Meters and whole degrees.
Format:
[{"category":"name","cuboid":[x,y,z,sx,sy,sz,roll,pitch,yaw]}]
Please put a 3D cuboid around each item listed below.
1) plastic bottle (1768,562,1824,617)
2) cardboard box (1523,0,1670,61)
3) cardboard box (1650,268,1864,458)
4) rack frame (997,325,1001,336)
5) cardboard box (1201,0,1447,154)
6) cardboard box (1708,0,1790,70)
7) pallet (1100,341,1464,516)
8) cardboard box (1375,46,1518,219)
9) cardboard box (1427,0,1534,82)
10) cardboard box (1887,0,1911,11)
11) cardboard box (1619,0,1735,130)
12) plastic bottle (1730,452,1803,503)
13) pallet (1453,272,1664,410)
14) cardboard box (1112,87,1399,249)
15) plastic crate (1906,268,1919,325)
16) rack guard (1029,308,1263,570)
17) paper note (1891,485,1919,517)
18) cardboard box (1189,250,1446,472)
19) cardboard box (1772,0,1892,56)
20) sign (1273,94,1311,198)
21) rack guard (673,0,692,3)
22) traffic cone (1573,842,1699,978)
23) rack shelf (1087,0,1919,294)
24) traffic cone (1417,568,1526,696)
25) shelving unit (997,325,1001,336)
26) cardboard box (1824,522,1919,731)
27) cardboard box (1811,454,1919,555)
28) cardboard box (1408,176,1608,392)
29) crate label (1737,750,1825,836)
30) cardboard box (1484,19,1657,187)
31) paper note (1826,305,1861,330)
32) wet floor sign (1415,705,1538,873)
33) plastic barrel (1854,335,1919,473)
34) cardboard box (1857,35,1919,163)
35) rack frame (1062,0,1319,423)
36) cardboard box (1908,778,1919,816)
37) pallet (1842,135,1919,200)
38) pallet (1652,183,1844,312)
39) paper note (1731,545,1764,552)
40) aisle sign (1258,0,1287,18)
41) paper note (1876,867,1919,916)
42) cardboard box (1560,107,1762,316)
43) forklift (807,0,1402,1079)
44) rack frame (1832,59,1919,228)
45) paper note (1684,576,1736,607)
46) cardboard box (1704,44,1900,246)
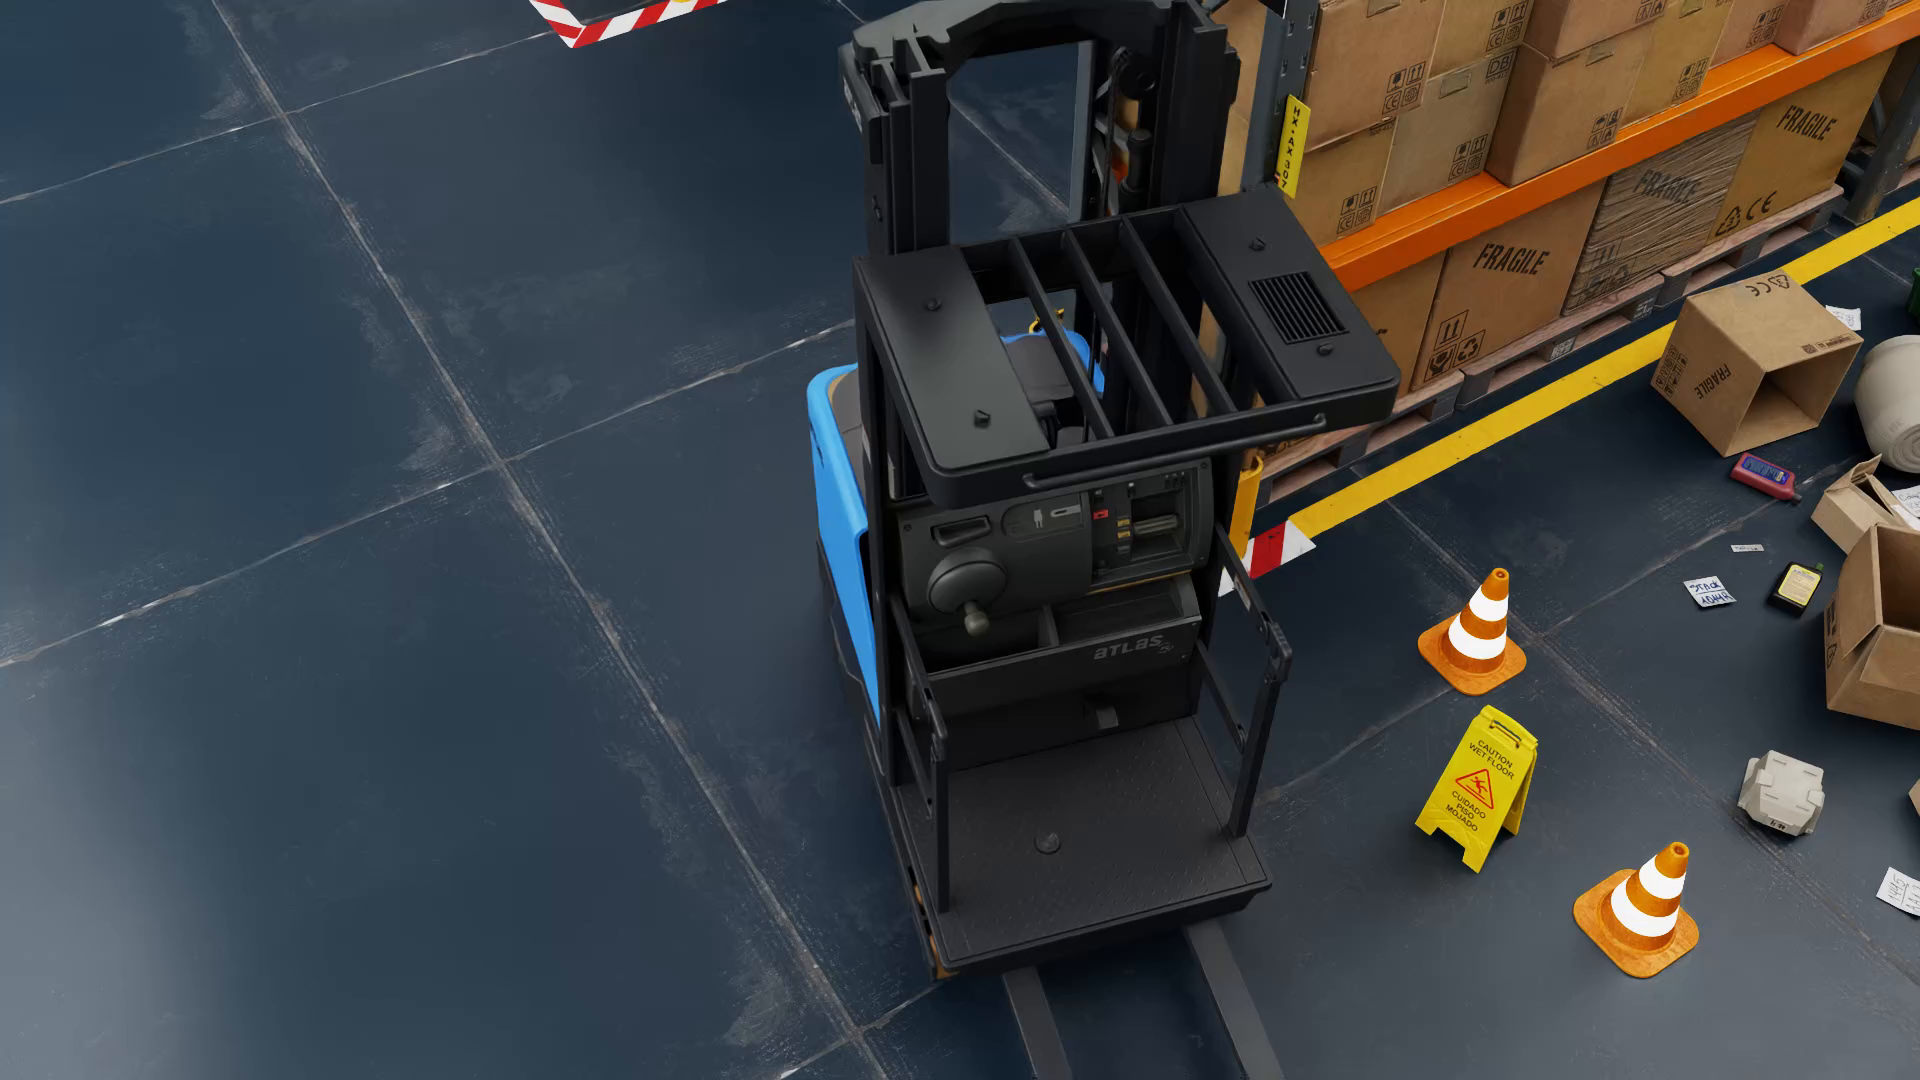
[{"category":"plastic bottle","cuboid":[3.277,0.171,6.502,0.133,0.061,0.283,30,55,24]},{"category":"cardboard box","cuboid":[2.029,-2.199,5.821,0.550,0.550,0.875,-25,53,-21]},{"category":"cardboard box","cuboid":[3.350,-0.748,7.025,0.500,0.500,0.500,-17,51,-15]},{"category":"rack frame","cuboid":[0.116,-0.483,6.422,0.008,1.050,0.200,-12,49,-10]},{"category":"cardboard box","cuboid":[1.067,-1.784,5.452,0.550,0.550,0.875,-25,53,-21]},{"category":"cardboard box","cuboid":[2.837,-2.366,6.694,0.550,0.550,0.875,-25,53,-21]},{"category":"pallet","cuboid":[1.367,-0.692,7.170,1.213,0.211,1.003,-25,53,-21]},{"category":"cardboard box","cuboid":[1.476,-1.711,6.110,0.550,0.550,0.875,-25,53,-21]},{"category":"cardboard box","cuboid":[1.483,-2.061,5.699,0.550,0.550,0.875,-25,53,-21]},{"category":"cardboard box","cuboid":[3.810,-2.741,7.027,0.550,0.550,0.875,-25,53,-21]},{"category":"cardboard box","cuboid":[2.443,-2.092,6.449,0.500,0.550,0.875,-25,53,-21]},{"category":"plastic bottle","cuboid":[3.352,-0.252,6.879,0.283,0.061,0.133,30,55,24]},{"category":"pallet","cuboid":[2.398,-1.175,7.601,1.213,0.211,1.003,-25,53,-21]},{"category":"cardboard box","cuboid":[1.022,-1.478,5.902,0.550,0.550,0.875,-25,53,-21]},{"category":"plastic crate","cuboid":[4.668,-1.033,7.451,0.662,0.188,0.450,-2,38,-1]},{"category":"rack guard","cuboid":[0.712,-0.411,6.726,0.348,0.500,1.175,-25,53,-21]},{"category":"paper note","cuboid":[3.944,-0.158,6.821,0.155,0.023,0.172,-9,49,-8]},{"category":"cardboard box","cuboid":[1.271,-0.996,6.716,0.875,0.875,0.875,-25,53,-21]},{"category":"cardboard box","cuboid":[3.357,-2.507,6.819,0.550,0.550,0.875,-25,53,-21]},{"category":"sign","cuboid":[1.024,-1.213,5.134,0.005,0.325,0.100,-25,53,-21]},{"category":"rack guard","cuboid":[-1.764,-3.623,9.587,0.348,0.500,1.175,-25,53,-21]},{"category":"traffic cone","cuboid":[2.255,1.127,5.382,0.334,0.463,0.336,-25,53,-21]},{"category":"rack shelf","cuboid":[2.424,-1.809,6.780,4.000,0.370,1.077,-25,53,-21]},{"category":"traffic cone","cuboid":[1.940,0.278,6.138,0.334,0.463,0.336,-25,53,-21]},{"category":"shelving unit","cuboid":[-0.002,-0.458,6.400,0.252,1.050,0.215,-12,49,-10]},{"category":"cardboard box","cuboid":[3.594,0.366,6.032,0.797,0.503,0.637,13,50,12]},{"category":"cardboard box","cuboid":[3.645,-0.088,6.596,0.258,0.266,0.396,-17,51,-15]},{"category":"cardboard box","cuboid":[2.014,-1.348,7.029,0.875,0.875,0.875,-26,53,-21]},{"category":"crate label","cuboid":[2.887,0.883,5.818,0.250,0.136,0.298,21,52,18]},{"category":"cardboard box","cuboid":[2.016,-1.855,6.238,0.550,0.550,0.875,-25,53,-21]},{"category":"paper note","cuboid":[4.030,-1.018,7.581,0.147,0.020,0.142,13,50,12]},{"category":"wet floor sign","cuboid":[1.765,0.794,5.556,0.232,0.644,0.267,-34,57,-27]},{"category":"plastic barrel","cuboid":[3.975,-0.568,6.917,0.421,0.421,0.512,6,49,5]},{"category":"cardboard box","cuboid":[4.593,-2.541,8.175,0.750,0.750,1.050,-25,53,-21]},{"category":"rack frame","cuboid":[0.733,-1.251,5.801,0.127,3.000,1.000,-25,53,-21]},{"category":"cardboard box","cuboid":[3.489,0.985,5.718,0.250,0.149,0.380,-2,48,-1]},{"category":"pallet","cuboid":[4.728,-2.273,8.578,1.213,0.211,1.003,-25,53,-21]},{"category":"pallet","cuboid":[3.431,-1.664,8.036,1.213,0.211,1.003,-25,53,-21]},{"category":"paper note","cuboid":[3.154,0.032,6.660,0.123,0.001,0.032,-2,48,-1]},{"category":"aisle sign","cuboid":[0.833,-1.898,4.636,0.004,0.787,0.394,-25,53,-21]},{"category":"paper note","cuboid":[3.197,1.188,5.617,0.148,0.019,0.142,30,55,24]},{"category":"cardboard box","cuboid":[2.786,-1.710,7.351,0.875,0.875,0.875,-25,53,-21]},{"category":"forklift","cuboid":[0.345,0.115,4.630,1.130,2.935,3.031,-12,49,-10]},{"category":"rack frame","cuboid":[4.116,-2.845,7.221,0.127,3.000,1.000,-25,53,-21]},{"category":"paper note","cuboid":[2.930,0.201,6.497,0.142,0.017,0.144,-9,49,-8]},{"category":"cardboard box","cuboid":[3.546,-2.072,7.673,0.875,0.875,0.875,-24,53,-20]}]
